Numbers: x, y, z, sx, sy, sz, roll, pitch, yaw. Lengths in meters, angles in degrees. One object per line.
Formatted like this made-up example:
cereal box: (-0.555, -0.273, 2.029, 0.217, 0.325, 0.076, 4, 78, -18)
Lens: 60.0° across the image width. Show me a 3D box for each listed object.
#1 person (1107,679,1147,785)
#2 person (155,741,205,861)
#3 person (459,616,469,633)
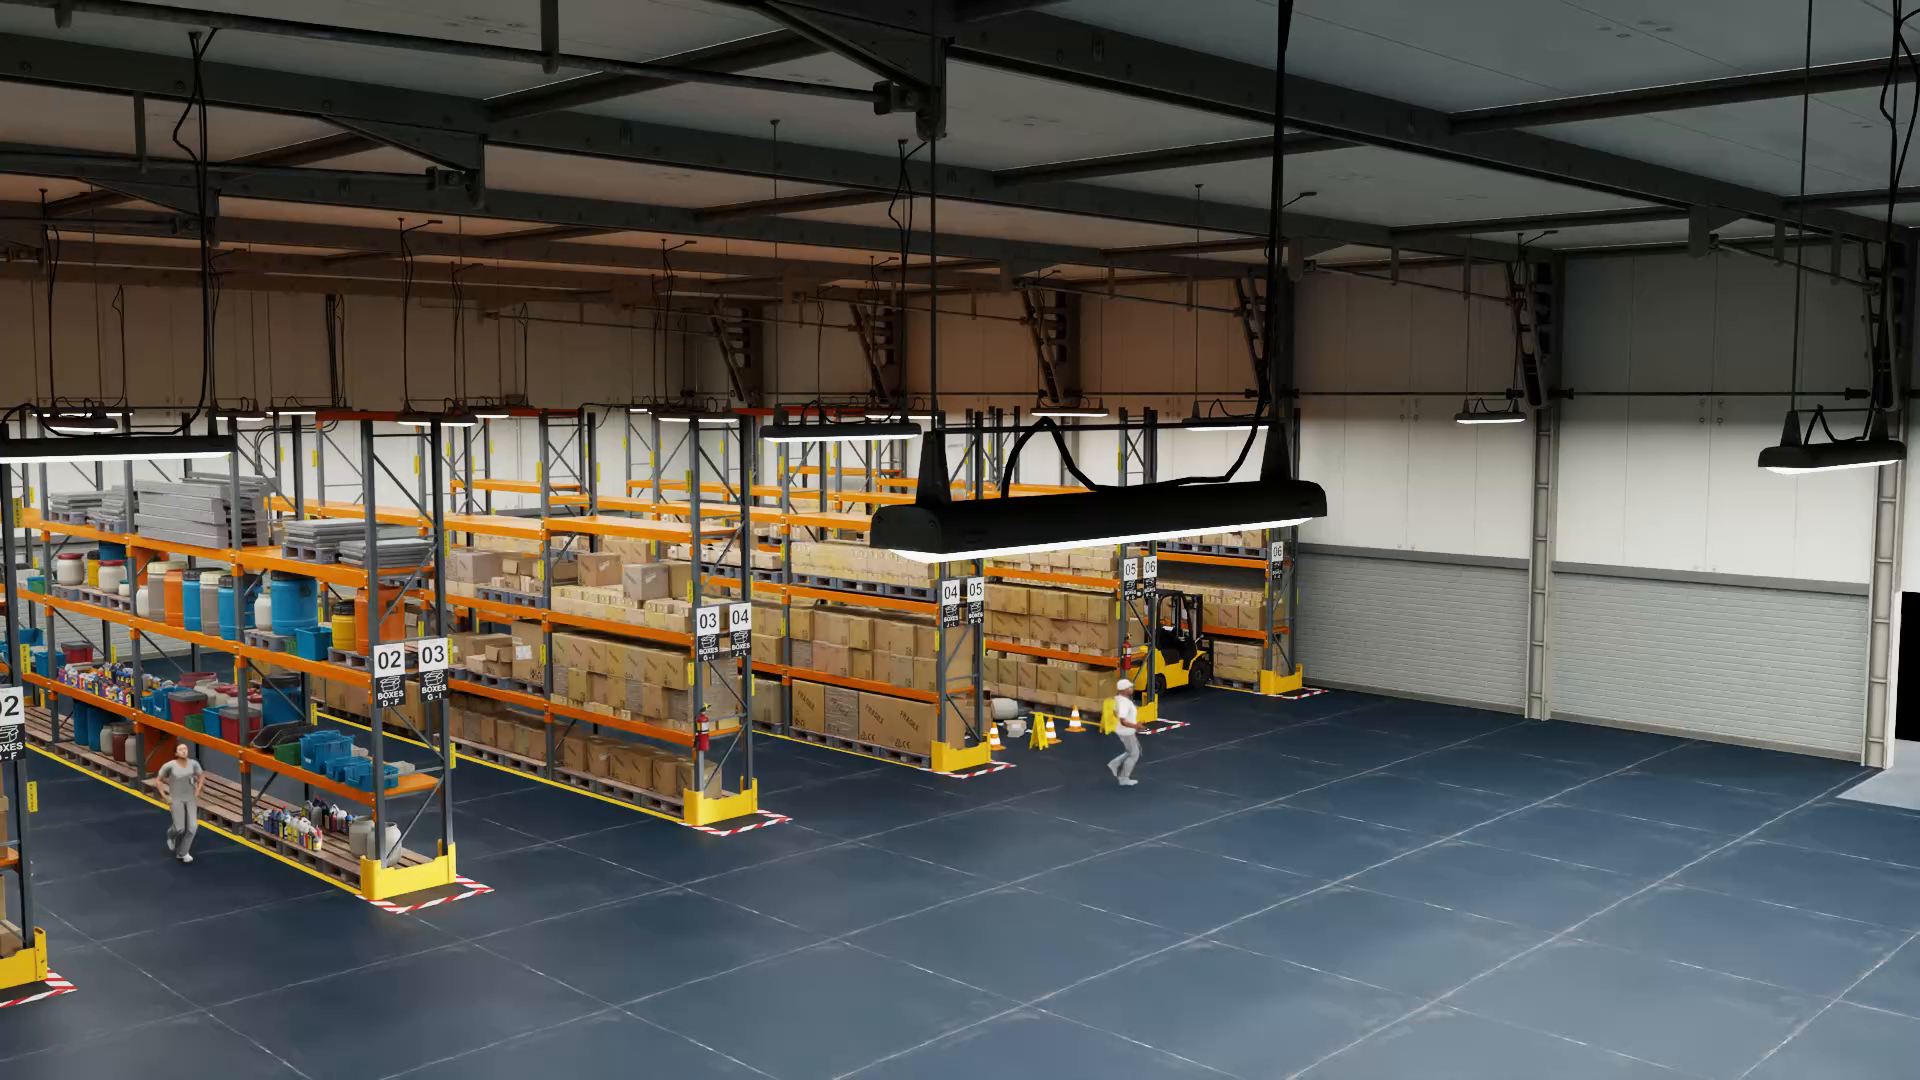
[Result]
person: (2.692, 3.096, 26.825, 0.600, 1.719, 0.695, 0, 5, 1)
person: (-10.518, 3.530, 22.499, 0.611, 1.624, 0.547, -4, 7, -41)
person: (-11.951, 1.918, 40.348, 0.833, 1.746, 0.736, -1, 5, -13)
